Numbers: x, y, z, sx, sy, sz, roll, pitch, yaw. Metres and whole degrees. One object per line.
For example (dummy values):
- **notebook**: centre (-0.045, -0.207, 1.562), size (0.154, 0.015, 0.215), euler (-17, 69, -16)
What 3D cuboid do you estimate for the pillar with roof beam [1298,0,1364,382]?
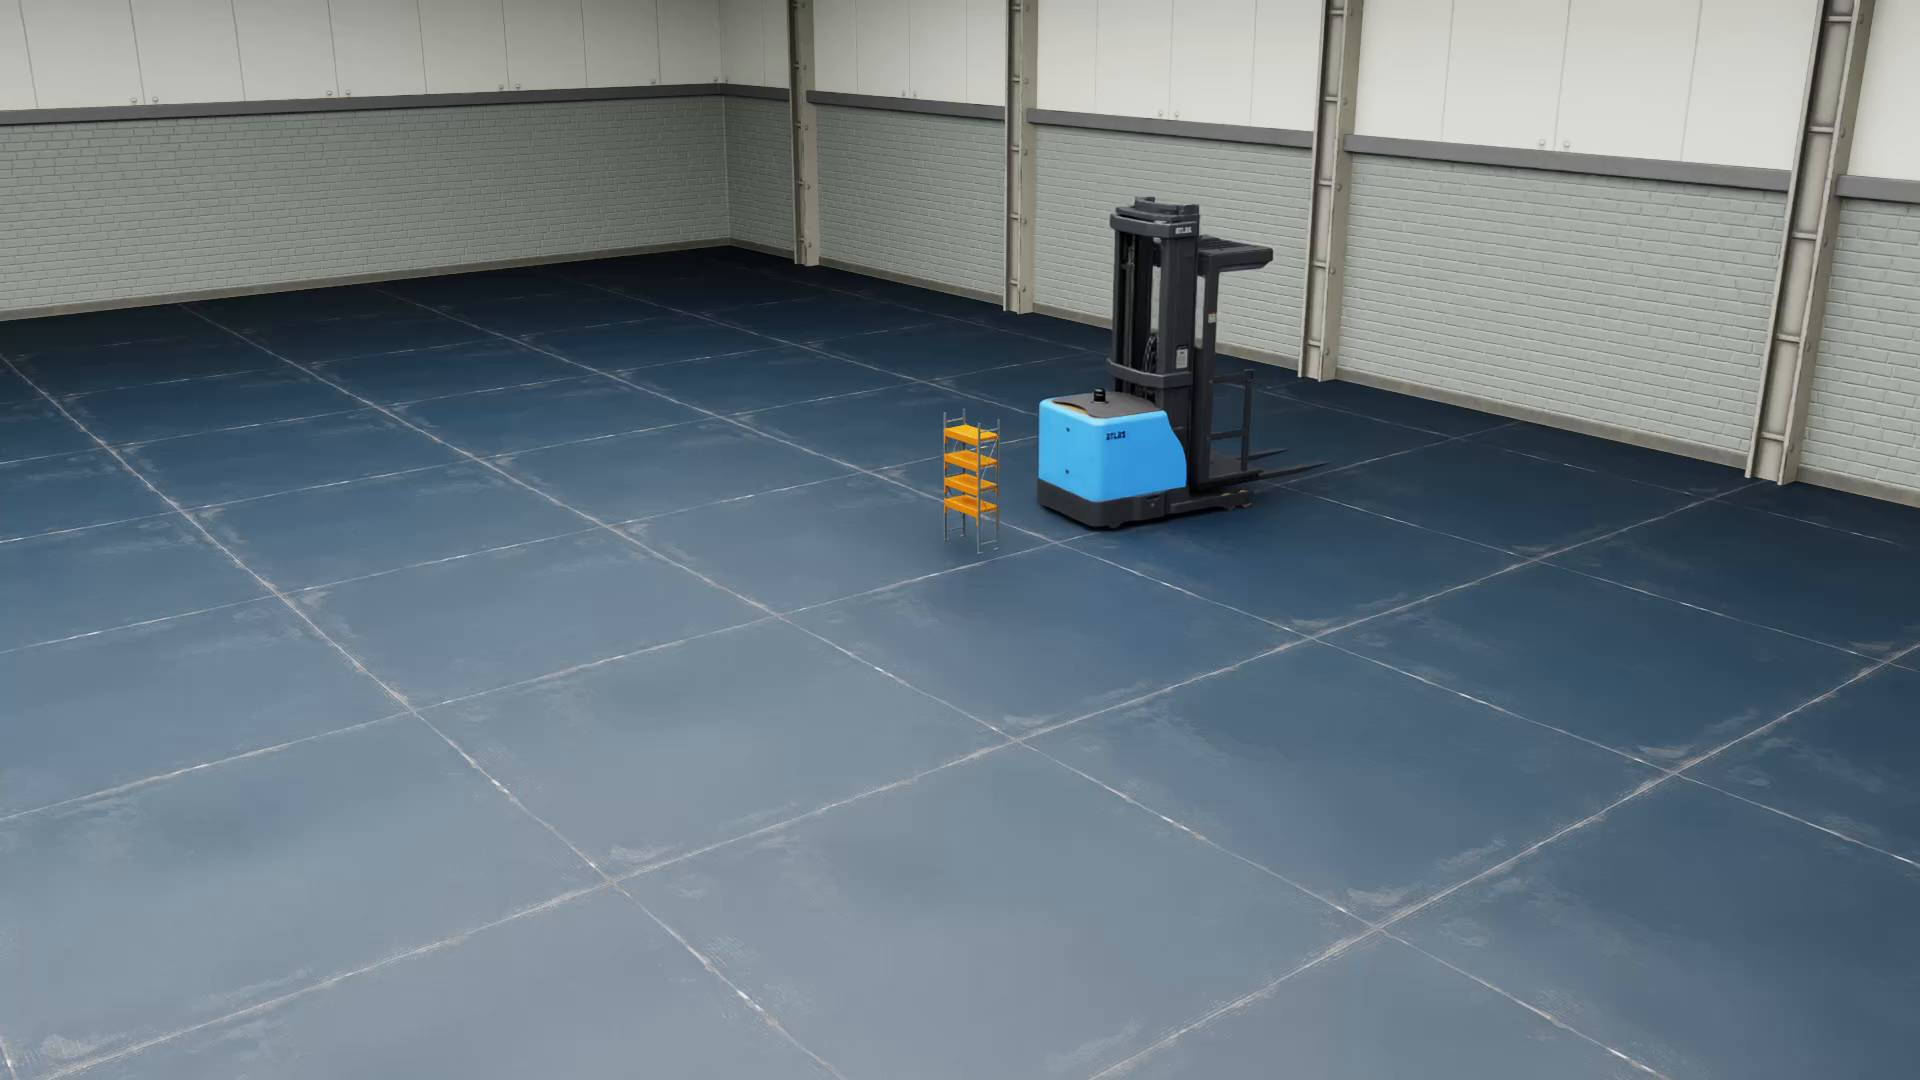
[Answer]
- **pillar with roof beam**: centre (1.271, -5.547, 17.687), size (9.100, 9.000, 0.400), euler (-14, 23, -36)

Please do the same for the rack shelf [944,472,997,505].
- **rack shelf**: centre (0.103, -0.465, 14.959), size (0.258, 0.148, 0.480), euler (-14, 23, -36)

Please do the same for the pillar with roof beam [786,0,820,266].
- **pillar with roof beam**: centre (-6.180, -8.504, 26.617), size (9.100, 9.000, 0.400), euler (-14, 23, -36)

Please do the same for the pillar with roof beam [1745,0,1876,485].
- **pillar with roof beam**: centre (4.996, -4.069, 13.222), size (9.100, 9.000, 0.400), euler (-14, 23, -36)

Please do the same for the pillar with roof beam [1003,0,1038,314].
- **pillar with roof beam**: centre (-2.454, -7.026, 22.152), size (9.100, 9.000, 0.400), euler (-14, 23, -36)

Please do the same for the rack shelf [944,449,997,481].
- **rack shelf**: centre (0.103, -0.677, 14.889), size (0.258, 0.148, 0.480), euler (-14, 23, -36)

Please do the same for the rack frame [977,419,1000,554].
- **rack frame**: centre (0.254, -0.469, 14.757), size (0.240, 1.200, 0.015), euler (-14, 23, -36)

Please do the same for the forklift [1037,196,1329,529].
- **forklift**: centre (2.279, -1.815, 16.068), size (3.031, 2.935, 1.130), euler (-10, 21, -29)

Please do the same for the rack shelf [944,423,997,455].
- **rack shelf**: centre (0.103, -0.902, 14.815), size (0.258, 0.148, 0.480), euler (-14, 23, -36)

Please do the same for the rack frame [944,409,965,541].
- **rack frame**: centre (-0.049, -0.589, 15.120), size (0.240, 1.200, 0.015), euler (-14, 23, -36)

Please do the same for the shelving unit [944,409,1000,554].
- **shelving unit**: centre (0.103, -0.529, 14.938), size (0.258, 1.200, 0.503), euler (-14, 23, -36)

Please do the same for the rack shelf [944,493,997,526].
- **rack shelf**: centre (0.103, -0.276, 15.022), size (0.258, 0.148, 0.480), euler (-14, 23, -36)
